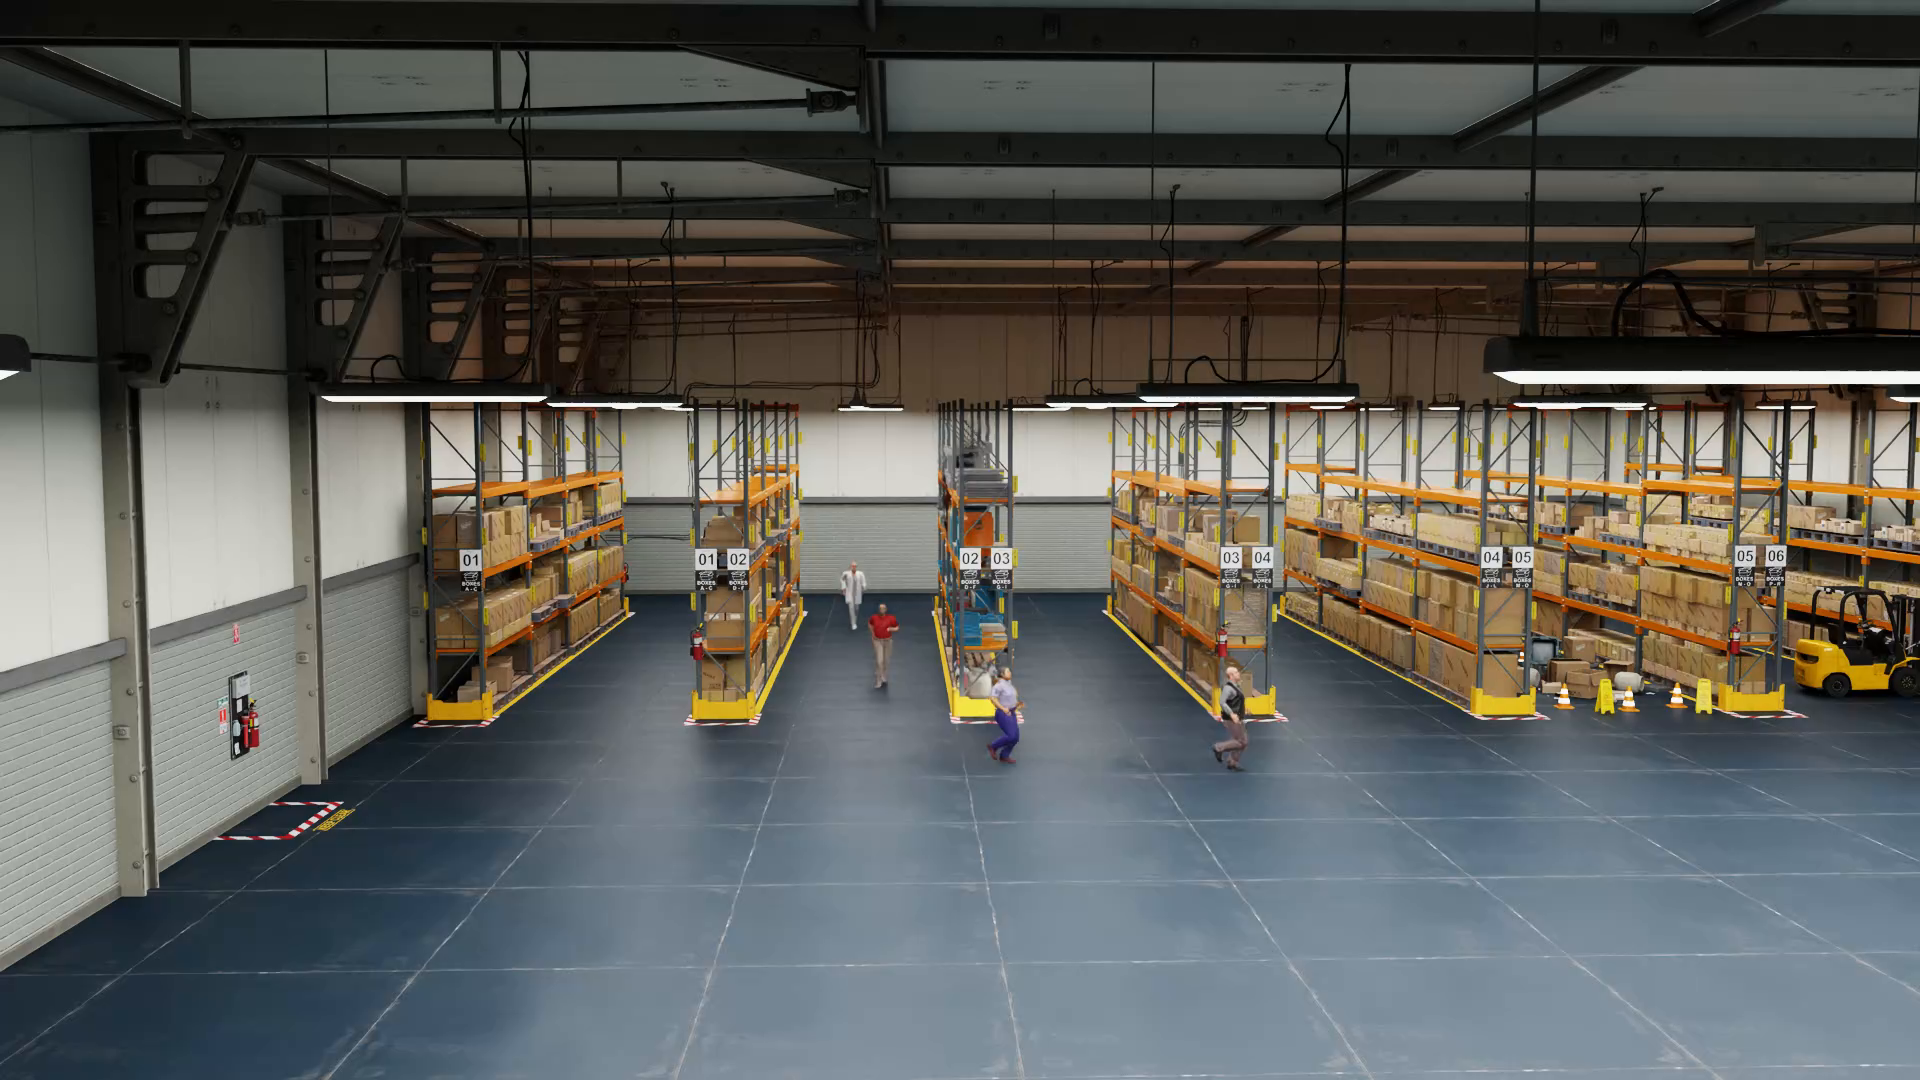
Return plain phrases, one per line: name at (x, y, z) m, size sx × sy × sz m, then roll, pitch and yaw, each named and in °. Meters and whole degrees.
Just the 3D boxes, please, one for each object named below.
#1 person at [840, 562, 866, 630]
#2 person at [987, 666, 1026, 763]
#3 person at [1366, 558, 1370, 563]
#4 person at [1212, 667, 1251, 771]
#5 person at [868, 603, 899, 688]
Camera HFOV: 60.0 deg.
person at (-2.856, 1.470, 44.481) m, size 0.686 × 1.773 × 1.000 m, roll -1°, pitch 4°, yaw -12°
person at (0.758, 2.857, 27.221) m, size 0.568 × 1.597 × 0.603 m, roll 2°, pitch 5°, yaw 22°
person at (11.315, 1.377, 45.973) m, size 0.603 × 1.728 × 0.809 m, roll 0°, pitch 4°, yaw 1°
person at (4.357, 2.870, 26.660) m, size 0.585 × 1.683 × 0.660 m, roll 2°, pitch 5°, yaw 21°
person at (-1.598, 2.226, 35.012) m, size 0.626 × 1.810 × 0.800 m, roll -1°, pitch 4°, yaw -7°
